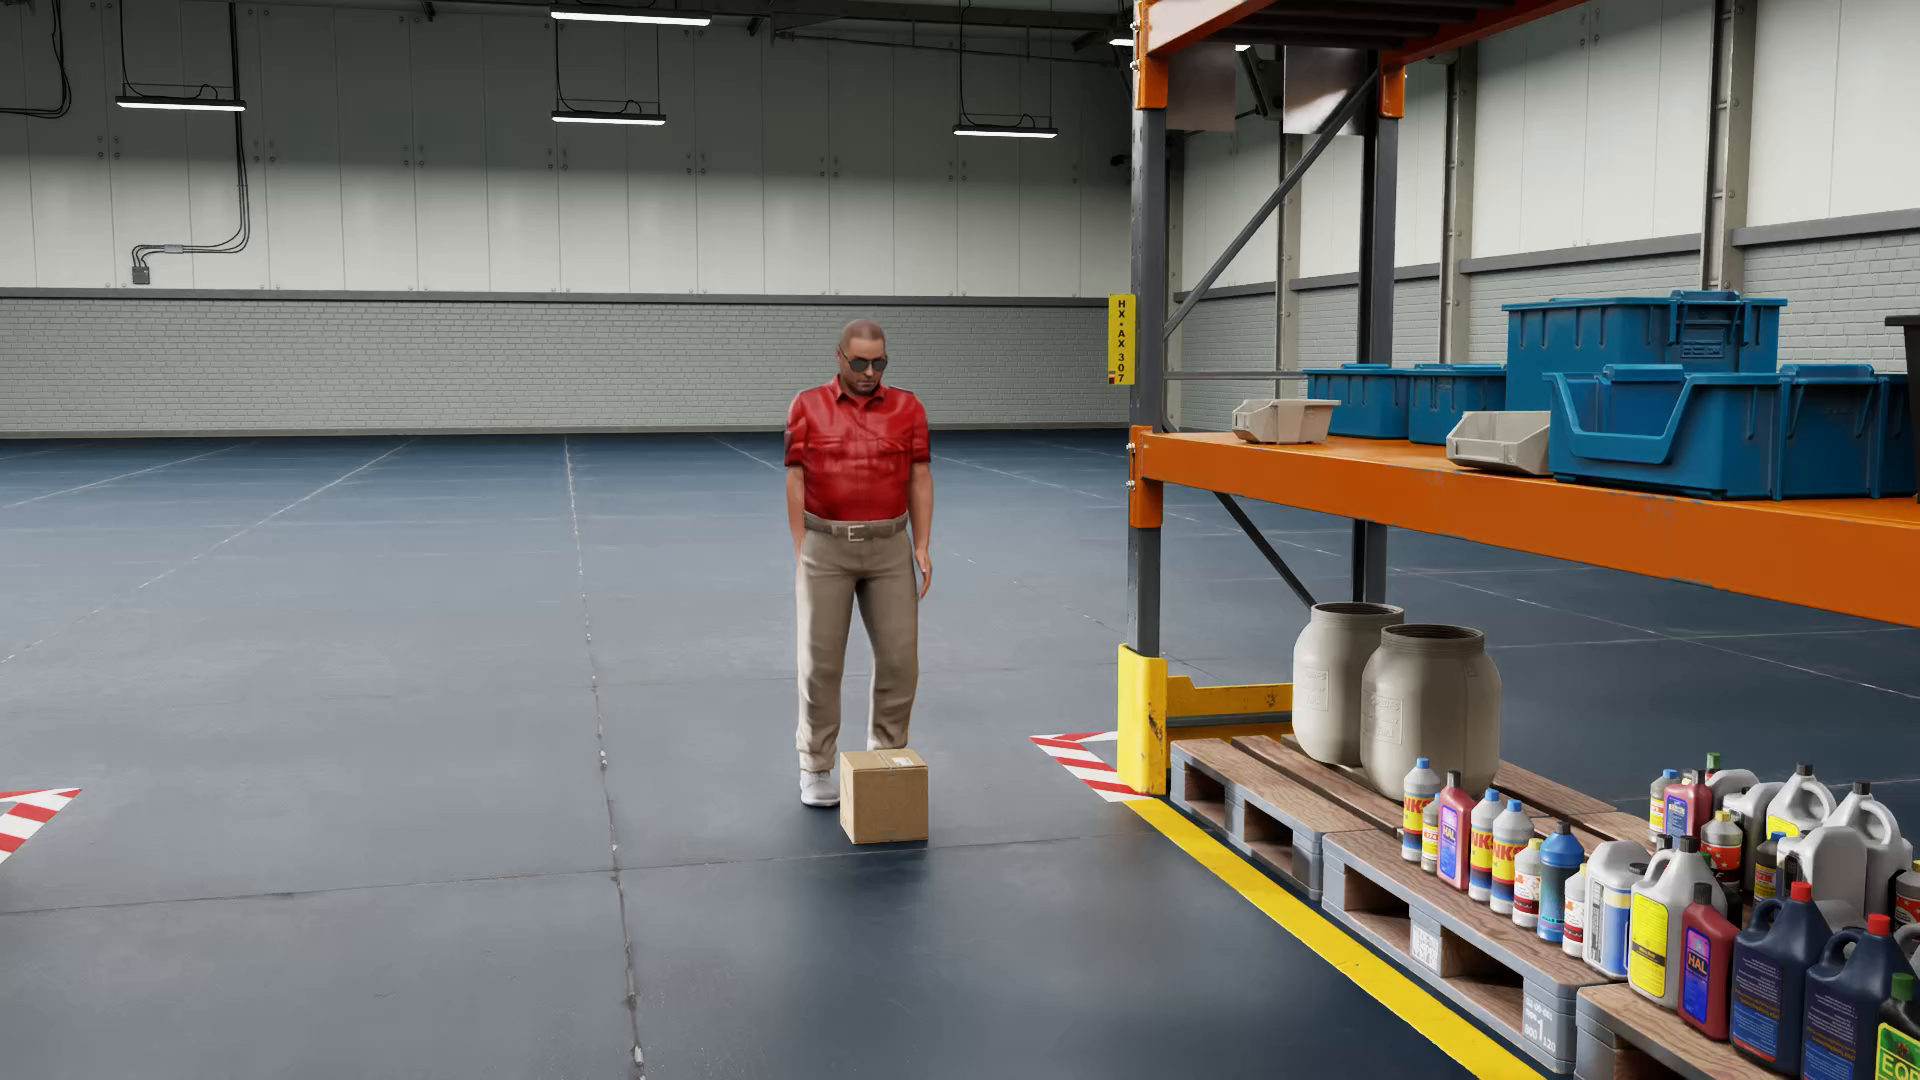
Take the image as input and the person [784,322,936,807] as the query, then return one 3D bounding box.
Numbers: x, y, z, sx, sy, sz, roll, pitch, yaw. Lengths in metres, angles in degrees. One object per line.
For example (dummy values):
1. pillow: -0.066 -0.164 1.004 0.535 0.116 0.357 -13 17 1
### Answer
1. person: -0.351 0.080 5.944 0.544 1.704 0.370 -1 6 -12
